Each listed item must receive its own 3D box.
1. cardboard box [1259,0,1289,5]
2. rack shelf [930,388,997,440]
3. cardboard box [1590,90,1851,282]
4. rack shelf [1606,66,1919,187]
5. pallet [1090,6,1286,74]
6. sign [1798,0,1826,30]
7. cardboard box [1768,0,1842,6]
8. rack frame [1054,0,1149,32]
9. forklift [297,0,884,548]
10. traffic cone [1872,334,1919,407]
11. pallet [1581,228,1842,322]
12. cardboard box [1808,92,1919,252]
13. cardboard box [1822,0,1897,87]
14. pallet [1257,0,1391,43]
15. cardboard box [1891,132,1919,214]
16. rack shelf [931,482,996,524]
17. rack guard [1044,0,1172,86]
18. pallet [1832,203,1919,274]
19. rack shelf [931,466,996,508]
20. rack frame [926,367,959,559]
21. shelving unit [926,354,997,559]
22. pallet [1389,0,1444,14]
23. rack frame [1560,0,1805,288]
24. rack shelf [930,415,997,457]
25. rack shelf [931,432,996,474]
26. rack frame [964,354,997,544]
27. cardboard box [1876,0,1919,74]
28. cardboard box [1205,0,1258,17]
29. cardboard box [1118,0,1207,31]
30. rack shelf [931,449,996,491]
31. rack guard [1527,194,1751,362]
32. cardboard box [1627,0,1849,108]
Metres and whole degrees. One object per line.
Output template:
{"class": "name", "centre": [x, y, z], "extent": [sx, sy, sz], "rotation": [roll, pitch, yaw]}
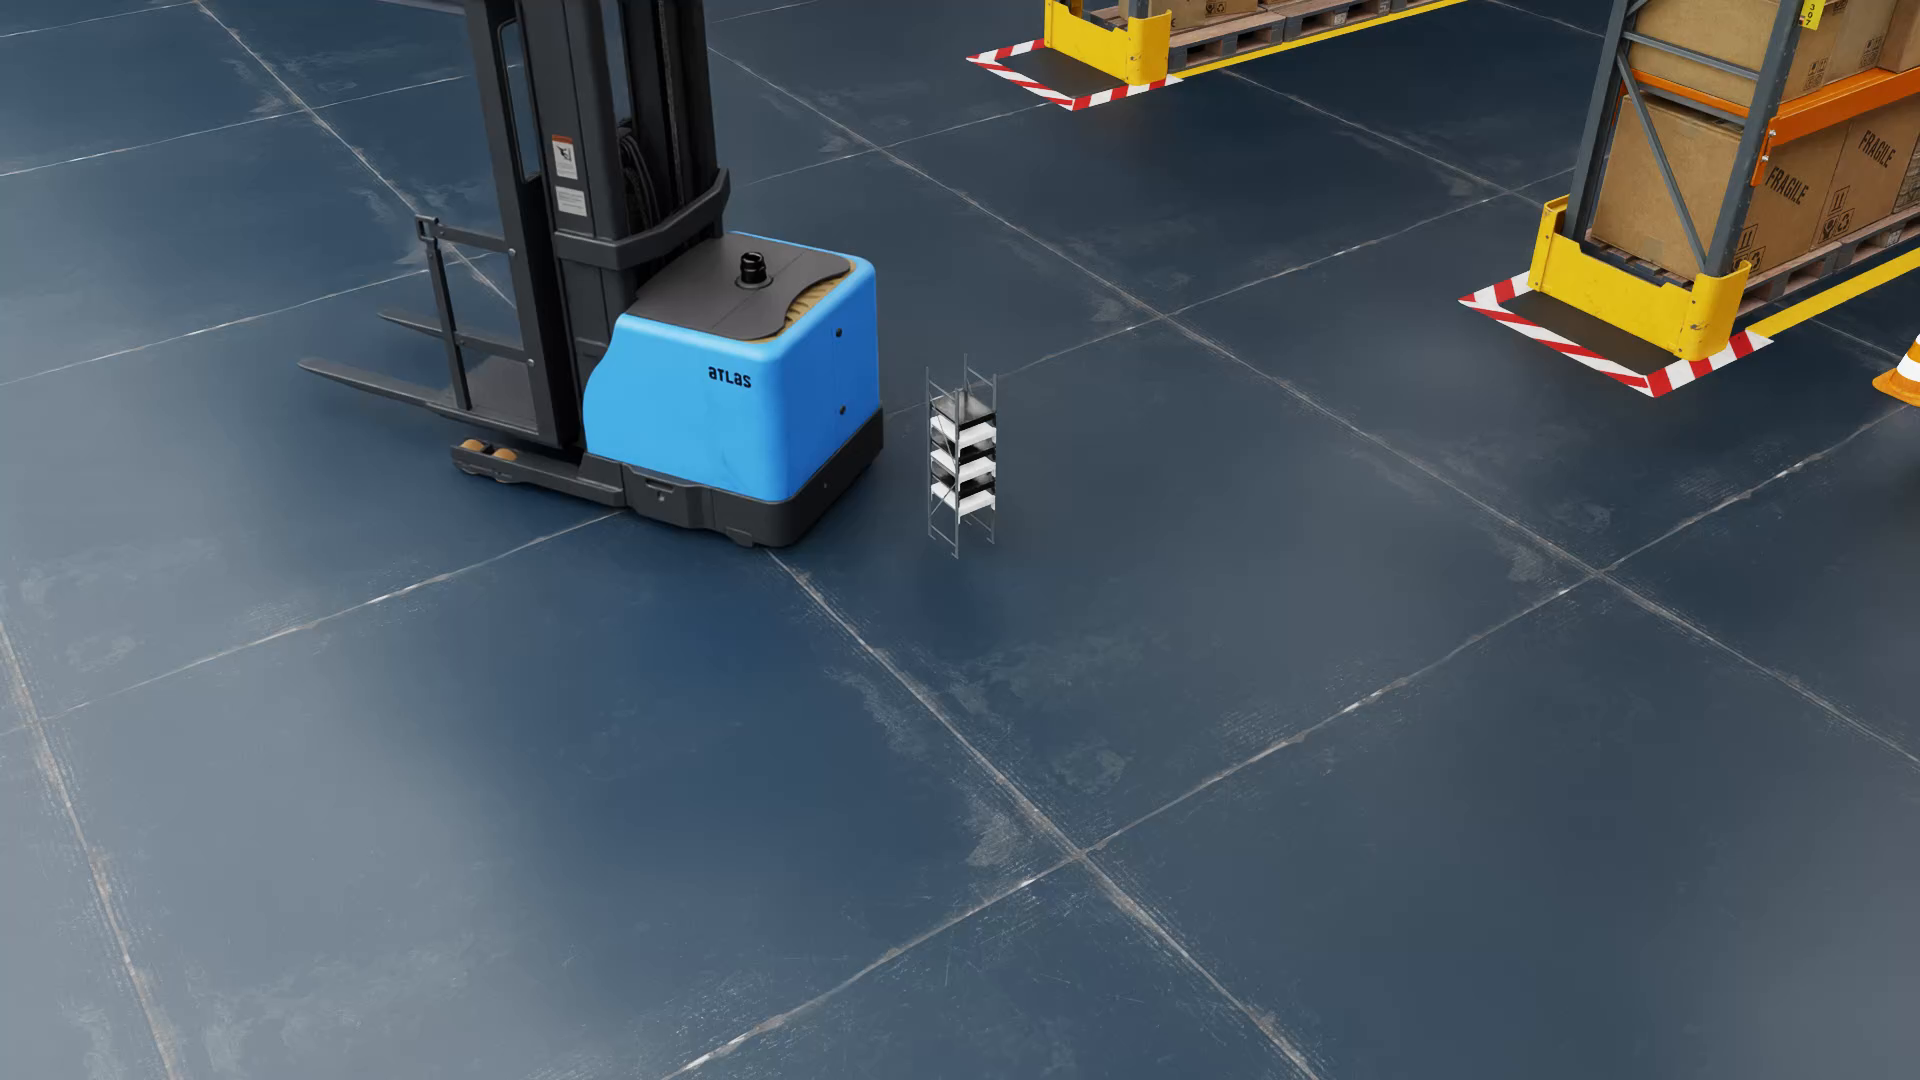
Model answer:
{"class": "cardboard box", "centre": [2.570, -4.703, 13.501], "extent": [0.500, 0.500, 0.500], "rotation": [-18, 40, -24]}
{"class": "rack shelf", "centre": [0.007, -0.560, 7.353], "extent": [0.200, 0.077, 0.258], "rotation": [-22, 41, -28]}
{"class": "cardboard box", "centre": [4.349, -2.093, 9.551], "extent": [0.875, 0.875, 0.875], "rotation": [-22, 41, -28]}
{"class": "rack shelf", "centre": [5.467, -2.906, 9.837], "extent": [4.000, 0.370, 1.077], "rotation": [-22, 41, -28]}
{"class": "pallet", "centre": [1.805, -4.076, 13.237], "extent": [1.213, 0.211, 1.003], "rotation": [-22, 41, -28]}
{"class": "sign", "centre": [4.147, -2.642, 8.045], "extent": [0.005, 0.325, 0.100], "rotation": [-22, 41, -28]}
{"class": "cardboard box", "centre": [4.158, -3.131, 8.481], "extent": [0.550, 0.550, 0.875], "rotation": [-22, 41, -28]}
{"class": "rack frame", "centre": [1.058, -4.926, 12.031], "extent": [0.127, 3.000, 1.000], "rotation": [-22, 41, -28]}
{"class": "forklift", "centre": [-1.938, -1.730, 7.645], "extent": [3.031, 2.935, 1.130], "rotation": [15, 38, 20]}
{"class": "traffic cone", "centre": [5.085, -0.996, 8.739], "extent": [0.334, 0.463, 0.336], "rotation": [-22, 41, -28]}
{"class": "pallet", "centre": [4.441, -1.699, 9.932], "extent": [1.213, 0.211, 1.003], "rotation": [-22, 41, -28]}
{"class": "cardboard box", "centre": [5.067, -2.390, 9.963], "extent": [0.875, 0.875, 0.875], "rotation": [-23, 42, -29]}
{"class": "cardboard box", "centre": [4.547, -2.928, 9.123], "extent": [0.550, 0.550, 0.875], "rotation": [-22, 41, -28]}
{"class": "pallet", "centre": [2.801, -4.484, 13.804], "extent": [1.213, 0.211, 1.003], "rotation": [-22, 41, -28]}
{"class": "cardboard box", "centre": [5.813, -2.695, 10.389], "extent": [0.875, 0.875, 0.875], "rotation": [-22, 41, -28]}
{"class": "rack shelf", "centre": [0.007, -0.195, 7.616], "extent": [0.200, 0.077, 0.258], "rotation": [-22, 41, -28]}
{"class": "rack guard", "centre": [1.120, -3.937, 12.796], "extent": [0.348, 0.500, 1.175], "rotation": [-22, 41, -28]}
{"class": "pallet", "centre": [5.438, -2.107, 10.499], "extent": [1.213, 0.211, 1.003], "rotation": [-22, 41, -28]}
{"class": "rack shelf", "centre": [0.007, -0.268, 7.563], "extent": [0.200, 0.077, 0.258], "rotation": [-22, 41, -28]}
{"class": "rack frame", "centre": [-0.076, -0.334, 7.443], "extent": [0.006, 0.900, 0.240], "rotation": [-22, 41, -28]}
{"class": "shelving unit", "centre": [0.007, -0.368, 7.491], "extent": [0.210, 0.900, 0.258], "rotation": [-22, 41, -28]}
{"class": "pallet", "centre": [3.799, -4.897, 14.378], "extent": [1.213, 0.211, 1.003], "rotation": [-22, 41, -28]}
{"class": "rack frame", "centre": [3.833, -2.525, 8.692], "extent": [0.127, 3.000, 1.000], "rotation": [-22, 41, -28]}
{"class": "rack shelf", "centre": [0.007, -0.487, 7.405], "extent": [0.200, 0.077, 0.258], "rotation": [-22, 41, -28]}
{"class": "rack shelf", "centre": [0.007, -0.414, 7.458], "extent": [0.200, 0.077, 0.258], "rotation": [-22, 41, -28]}
{"class": "rack frame", "centre": [0.090, -0.402, 7.539], "extent": [0.006, 0.900, 0.240], "rotation": [-22, 41, -28]}
{"class": "cardboard box", "centre": [5.077, -3.056, 9.302], "extent": [0.550, 0.550, 0.875], "rotation": [-22, 41, -28]}
{"class": "cardboard box", "centre": [2.047, -4.501, 13.221], "extent": [0.500, 0.500, 0.500], "rotation": [-12, 37, -16]}
{"class": "cardboard box", "centre": [1.578, -4.284, 12.919], "extent": [0.500, 0.500, 0.500], "rotation": [-15, 38, -20]}
{"class": "rack shelf", "centre": [0.007, -0.341, 7.511], "extent": [0.200, 0.077, 0.258], "rotation": [-22, 41, -28]}
{"class": "rack guard", "centre": [3.813, -1.502, 9.410], "extent": [0.348, 0.500, 1.175], "rotation": [-22, 41, -28]}
{"class": "cardboard box", "centre": [4.110, -2.732, 8.852], "extent": [0.550, 0.550, 0.875], "rotation": [-22, 41, -28]}
